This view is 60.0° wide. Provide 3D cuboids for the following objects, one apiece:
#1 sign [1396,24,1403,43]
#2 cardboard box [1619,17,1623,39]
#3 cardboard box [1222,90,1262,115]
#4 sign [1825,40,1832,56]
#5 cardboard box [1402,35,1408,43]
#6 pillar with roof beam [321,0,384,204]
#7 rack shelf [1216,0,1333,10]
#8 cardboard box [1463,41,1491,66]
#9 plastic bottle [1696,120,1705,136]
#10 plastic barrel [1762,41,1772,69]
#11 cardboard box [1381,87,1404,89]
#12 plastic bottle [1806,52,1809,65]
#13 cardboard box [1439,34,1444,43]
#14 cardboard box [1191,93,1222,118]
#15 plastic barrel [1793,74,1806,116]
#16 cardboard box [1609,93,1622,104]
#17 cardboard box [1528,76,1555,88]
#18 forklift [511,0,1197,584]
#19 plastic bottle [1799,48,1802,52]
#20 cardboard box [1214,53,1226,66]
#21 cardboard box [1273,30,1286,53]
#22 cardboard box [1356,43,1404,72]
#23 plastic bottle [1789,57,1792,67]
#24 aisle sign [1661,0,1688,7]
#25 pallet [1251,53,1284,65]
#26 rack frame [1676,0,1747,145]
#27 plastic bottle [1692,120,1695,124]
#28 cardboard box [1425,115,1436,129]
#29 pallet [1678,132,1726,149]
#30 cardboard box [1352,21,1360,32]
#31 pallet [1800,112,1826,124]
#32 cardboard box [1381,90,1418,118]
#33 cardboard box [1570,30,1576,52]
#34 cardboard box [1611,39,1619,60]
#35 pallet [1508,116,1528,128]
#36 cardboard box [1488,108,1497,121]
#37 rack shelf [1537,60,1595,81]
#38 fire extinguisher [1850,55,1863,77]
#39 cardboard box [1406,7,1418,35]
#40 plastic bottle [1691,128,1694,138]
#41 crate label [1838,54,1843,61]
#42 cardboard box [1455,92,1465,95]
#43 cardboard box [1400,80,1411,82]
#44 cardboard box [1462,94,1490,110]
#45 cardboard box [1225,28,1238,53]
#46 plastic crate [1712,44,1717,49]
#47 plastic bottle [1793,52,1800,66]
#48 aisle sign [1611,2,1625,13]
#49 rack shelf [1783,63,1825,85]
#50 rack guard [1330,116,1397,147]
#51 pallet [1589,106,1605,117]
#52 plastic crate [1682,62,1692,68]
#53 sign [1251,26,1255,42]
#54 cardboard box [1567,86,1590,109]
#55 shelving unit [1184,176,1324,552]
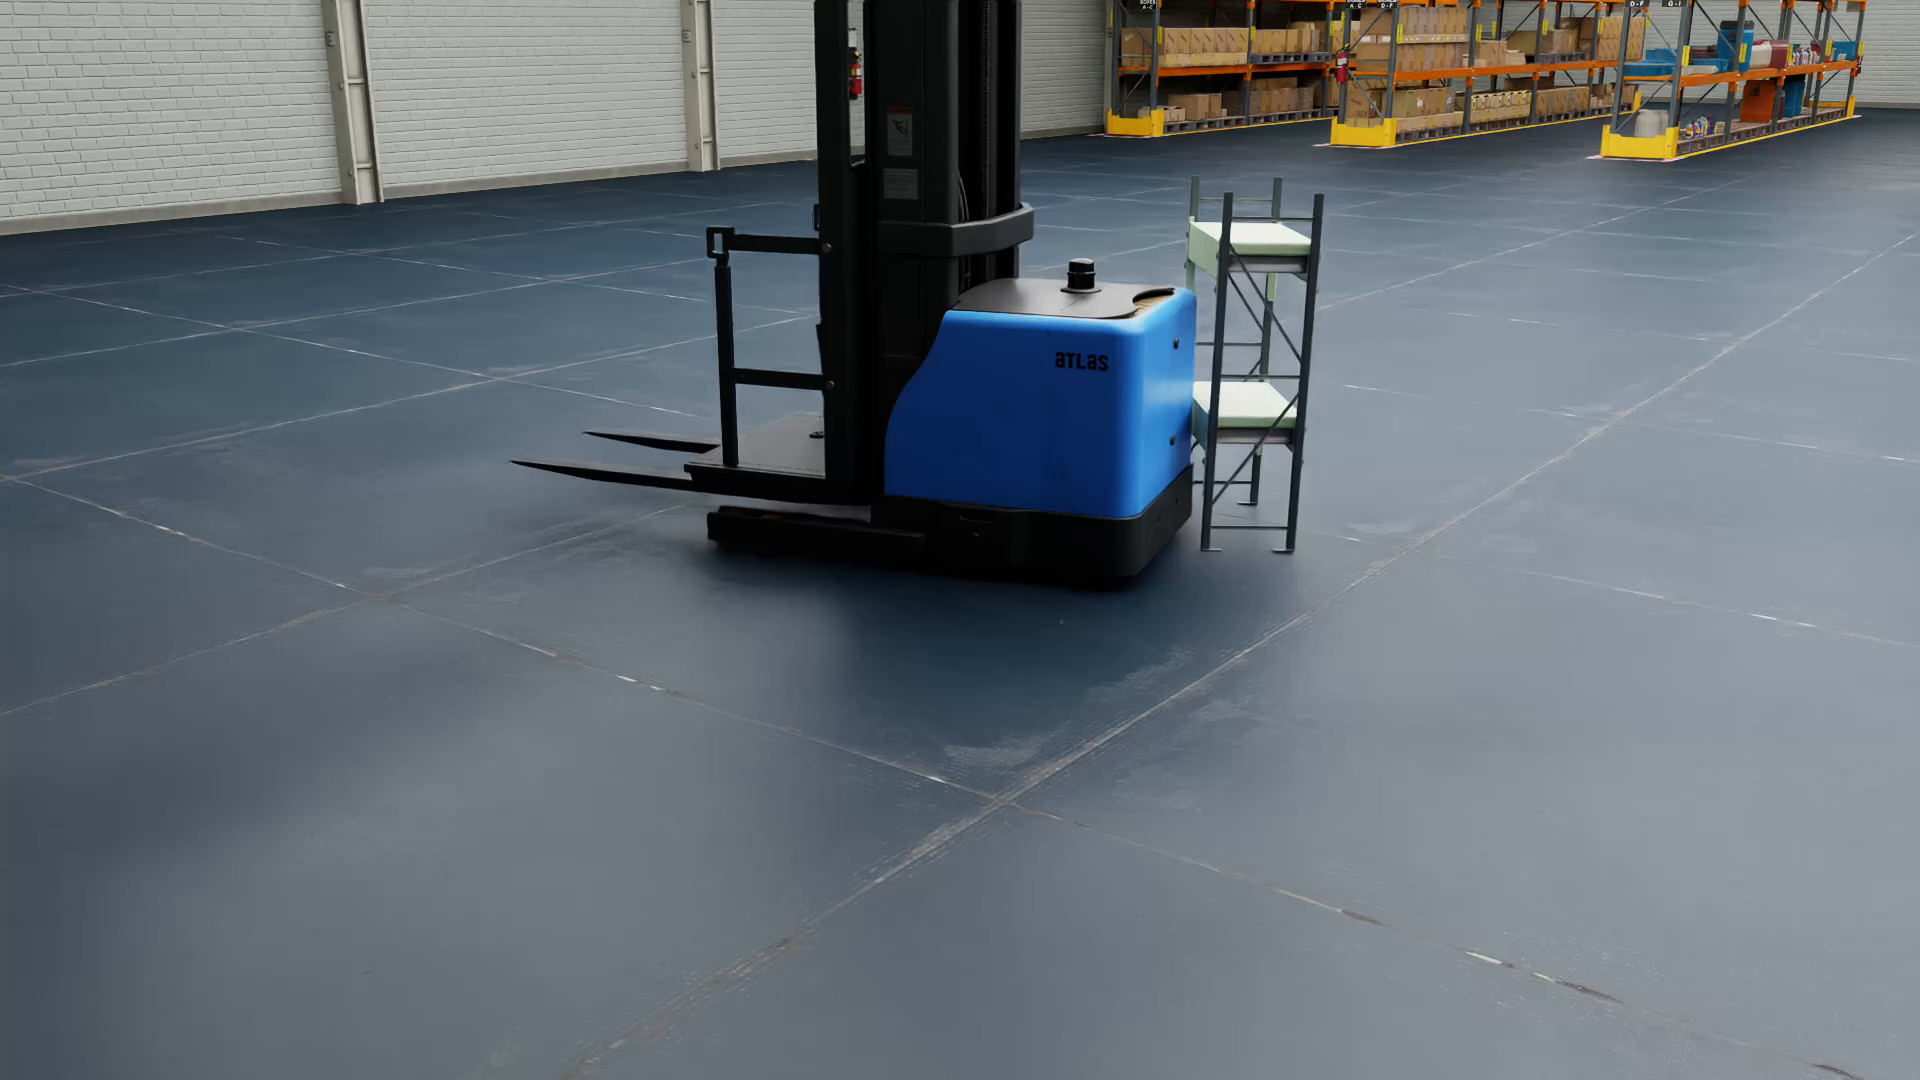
[{"bbox_3d":[7.922,-9.125,29.976,0.100,0.325,0.005,12,21,35],"label":"sign"},{"bbox_3d":[16.057,-12.587,40.865,0.500,0.500,0.500,13,22,36],"label":"cardboard box"},{"bbox_3d":[6.308,-9.795,37.199,0.700,0.500,0.500,13,22,37],"label":"cardboard box"},{"bbox_3d":[19.046,-10.789,36.463,0.100,0.325,0.005,12,21,35],"label":"sign"},{"bbox_3d":[8.041,-9.249,30.708,0.380,0.149,0.250,12,21,33],"label":"cardboard box"},{"bbox_3d":[-4.046,-7.784,17.136,9.100,9.000,0.400,12,21,35],"label":"pillar with roof beam"},{"bbox_3d":[7.074,-12.165,37.516,1.077,0.370,4.000,12,21,35],"label":"rack shelf"},{"bbox_3d":[10.647,-10.079,34.473,0.500,0.500,0.500,14,22,39],"label":"cardboard box"},{"bbox_3d":[13.280,-7.394,29.846,0.152,0.276,0.135,13,21,36],"label":"plastic bottle"},{"bbox_3d":[15.781,-9.573,32.823,0.421,0.512,0.421,0,17,0],"label":"plastic barrel"},{"bbox_3d":[8.443,-8.558,32.409,0.500,0.500,0.500,12,21,35],"label":"cardboard box"},{"bbox_3d":[18.112,-10.337,35.684,0.152,0.276,0.135,12,21,35],"label":"plastic bottle"},{"bbox_3d":[9.115,-9.678,32.090,0.380,0.149,0.250,13,22,36],"label":"cardboard box"},{"bbox_3d":[5.296,-9.362,35.807,0.500,0.500,0.500,11,20,31],"label":"cardboard box"},{"bbox_3d":[18.268,-9.827,36.660,0.600,0.901,0.708,12,21,35],"label":"plastic barrel"},{"bbox_3d":[16.297,-11.087,41.782,0.500,0.250,0.500,12,21,35],"label":"cardboard box"},{"bbox_3d":[13.550,-10.695,38.835,0.500,0.250,0.500,12,21,35],"label":"cardboard box"},{"bbox_3d":[-0.545,-1.482,7.073,3.031,2.935,1.130,7,18,20],"label":"forklift"},{"bbox_3d":[18.095,-10.436,35.875,0.144,0.351,0.185,12,21,35],"label":"plastic bottle"},{"bbox_3d":[5.253,-10.132,35.032,0.500,0.250,0.500,12,21,34],"label":"cardboard box"},{"bbox_3d":[6.919,-11.267,37.558,0.700,0.500,0.500,16,24,42],"label":"cardboard box"},{"bbox_3d":[7.768,-8.930,30.772,0.700,0.500,0.500,12,21,35],"label":"cardboard box"},{"bbox_3d":[17.132,-9.926,34.347,0.061,0.283,0.133,12,21,35],"label":"plastic bottle"},{"bbox_3d":[11.648,-9.069,27.007,0.394,0.787,0.004,12,21,35],"label":"aisle sign"},{"bbox_3d":[6.455,-10.665,36.852,1.003,0.211,1.213,12,21,35],"label":"pallet"},{"bbox_3d":[13.839,-8.849,30.683,1.000,3.000,0.127,12,21,35],"label":"rack frame"},{"bbox_3d":[13.194,-7.416,29.905,0.061,0.283,0.133,12,21,35],"label":"plastic bottle"},{"bbox_3d":[8.873,-8.106,32.216,0.500,0.250,0.500,12,21,35],"label":"cardboard box"},{"bbox_3d":[13.405,-7.365,30.605,1.003,0.211,1.213,12,21,35],"label":"pallet"},{"bbox_3d":[9.358,-12.421,40.215,0.500,0.250,0.500,13,21,35],"label":"cardboard box"},{"bbox_3d":[19.012,-9.605,37.818,1.003,0.211,1.213,12,21,35],"label":"pallet"},{"bbox_3d":[8.274,-8.226,31.340,0.500,0.500,0.500,12,21,35],"label":"cardboard box"},{"bbox_3d":[14.168,-11.806,39.327,0.700,0.500,0.500,5,18,16],"label":"cardboard box"},{"bbox_3d":[15.754,-11.993,40.638,0.500,0.500,0.500,12,21,34],"label":"cardboard box"},{"bbox_3d":[11.724,-9.157,36.376,1.003,0.211,1.213,12,21,35],"label":"pallet"},{"bbox_3d":[10.914,-8.911,34.808,0.500,0.250,0.500,12,21,33],"label":"cardboard box"},{"bbox_3d":[13.438,-10.811,38.213,1.077,0.370,4.000,12,21,35],"label":"rack shelf"},{"bbox_3d":[21.444,-11.448,39.810,0.296,0.674,0.183,12,21,35],"label":"fire extinguisher"},{"bbox_3d":[8.108,-9.688,31.027,0.700,0.500,0.500,12,21,33],"label":"cardboard box"},{"bbox_3d":[12.848,-7.172,29.257,0.097,0.201,0.097,0,17,0],"label":"plastic bottle"},{"bbox_3d":[20.318,-11.247,38.746,0.396,0.136,0.243,12,21,35],"label":"crate label"},{"bbox_3d":[10.478,-9.271,35.024,0.500,0.311,0.500,12,21,35],"label":"cardboard box"},{"bbox_3d":[11.528,-12.031,43.342,0.380,0.149,0.250,13,22,37],"label":"cardboard box"},{"bbox_3d":[10.612,-9.054,34.323,0.500,0.311,0.500,12,21,34],"label":"cardboard box"},{"bbox_3d":[5.556,-10.609,35.303,0.500,0.500,0.500,12,21,34],"label":"cardboard box"},{"bbox_3d":[15.013,-9.502,32.676,0.402,0.464,0.583,12,21,35],"label":"plastic crate"},{"bbox_3d":[17.566,-10.119,34.981,0.152,0.276,0.135,12,21,35],"label":"plastic bottle"},{"bbox_3d":[16.818,-13.893,42.542,0.394,0.787,0.004,12,21,35],"label":"aisle sign"},{"bbox_3d":[17.414,-9.935,35.391,1.077,0.370,4.000,12,21,35],"label":"rack shelf"},{"bbox_3d":[7.465,-7.573,30.788,1.175,0.500,0.348,12,21,35],"label":"rack guard"},{"bbox_3d":[15.040,-10.463,40.580,1.003,0.211,1.213,12,21,35],"label":"pallet"},{"bbox_3d":[12.803,-8.475,29.834,0.450,0.188,0.662,12,21,35],"label":"plastic crate"},{"bbox_3d":[6.323,-10.919,35.889,0.100,0.325,0.005,12,21,35],"label":"sign"},{"bbox_3d":[14.566,-10.479,39.404,0.500,0.500,0.500,12,21,34],"label":"cardboard box"},{"bbox_3d":[1.222,-0.777,7.202,0.431,1.500,0.755,0,17,-3],"label":"shelving unit"}]
